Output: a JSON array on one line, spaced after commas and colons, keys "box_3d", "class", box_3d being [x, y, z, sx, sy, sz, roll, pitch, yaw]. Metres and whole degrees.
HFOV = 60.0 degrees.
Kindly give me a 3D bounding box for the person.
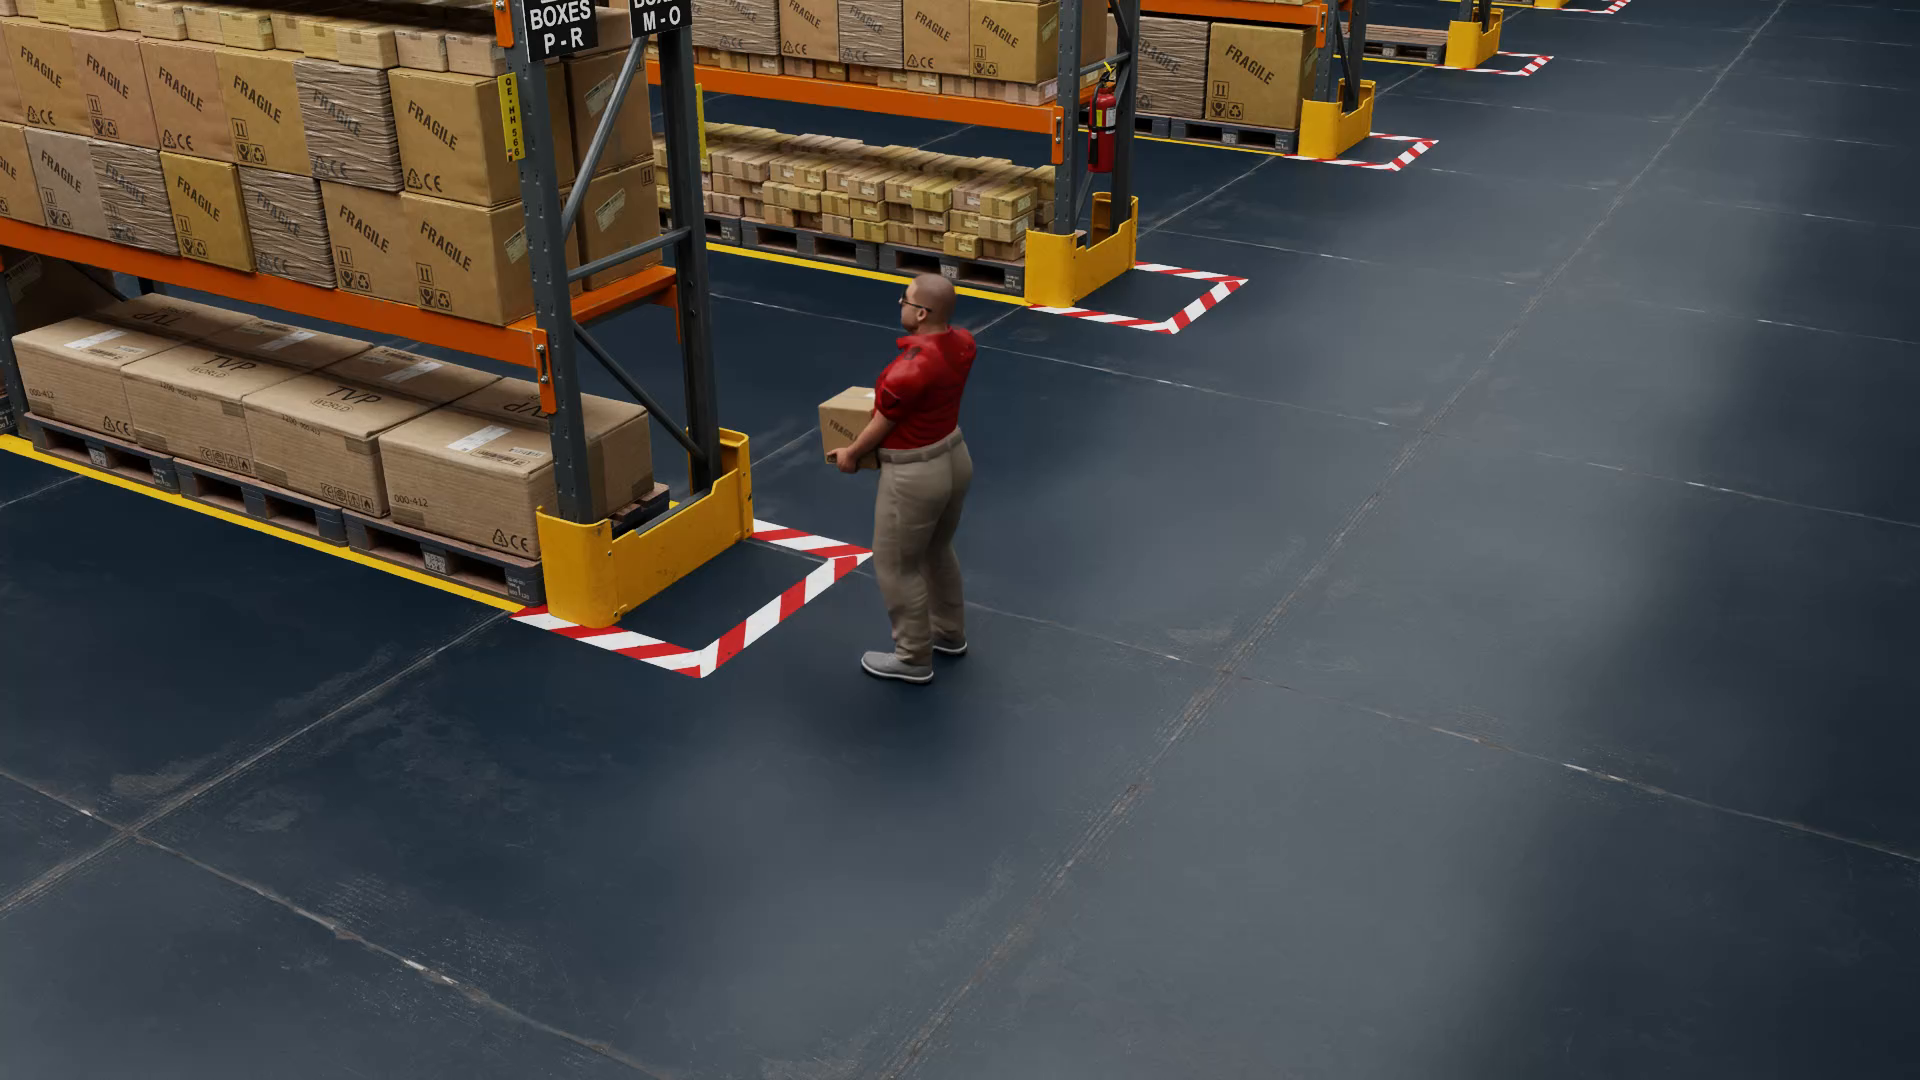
[{"box_3d": [-0.245, -0.266, 6.683, 0.537, 1.712, 0.493, 14, 30, 27], "class": "person"}]
